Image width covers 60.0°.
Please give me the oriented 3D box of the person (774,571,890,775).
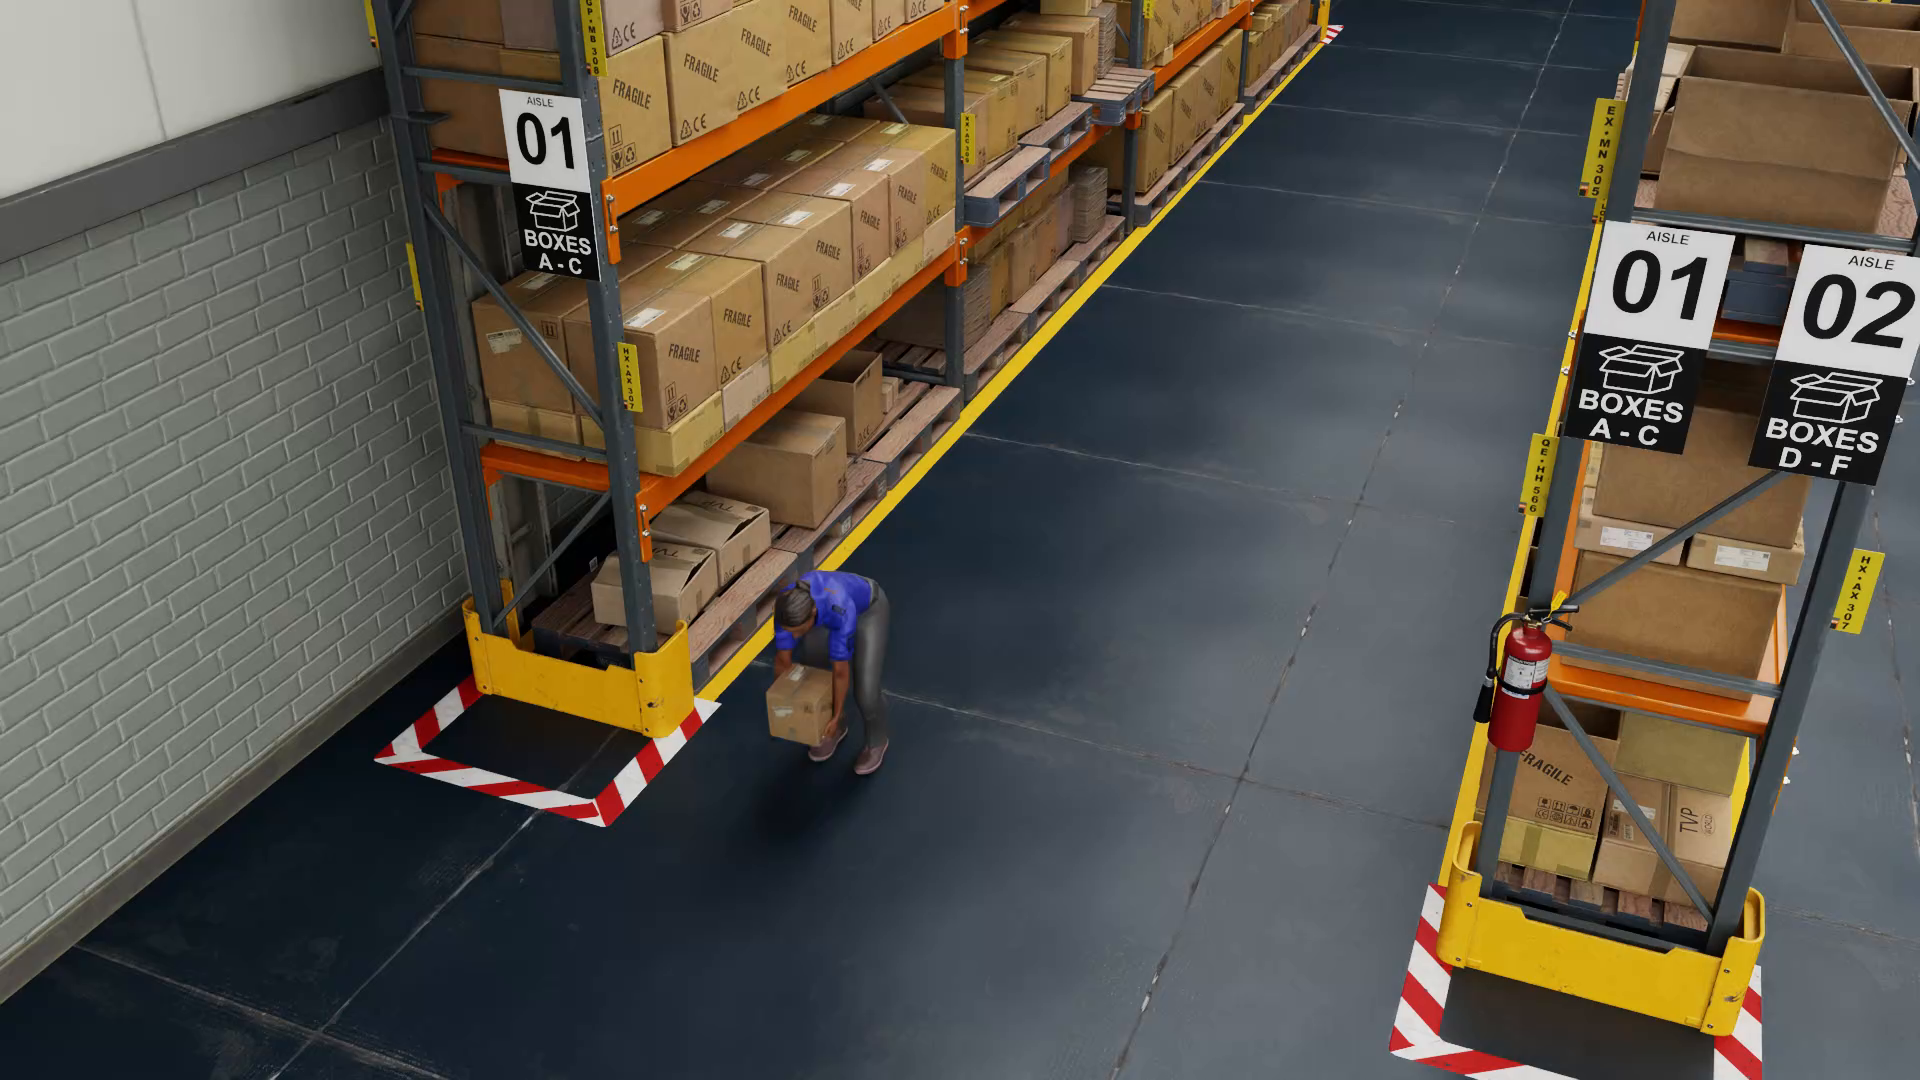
[{"bbox_3d":[-0.616,0.606,7.784,0.428,1.221,0.825,12,32,19],"label":"person"}]
